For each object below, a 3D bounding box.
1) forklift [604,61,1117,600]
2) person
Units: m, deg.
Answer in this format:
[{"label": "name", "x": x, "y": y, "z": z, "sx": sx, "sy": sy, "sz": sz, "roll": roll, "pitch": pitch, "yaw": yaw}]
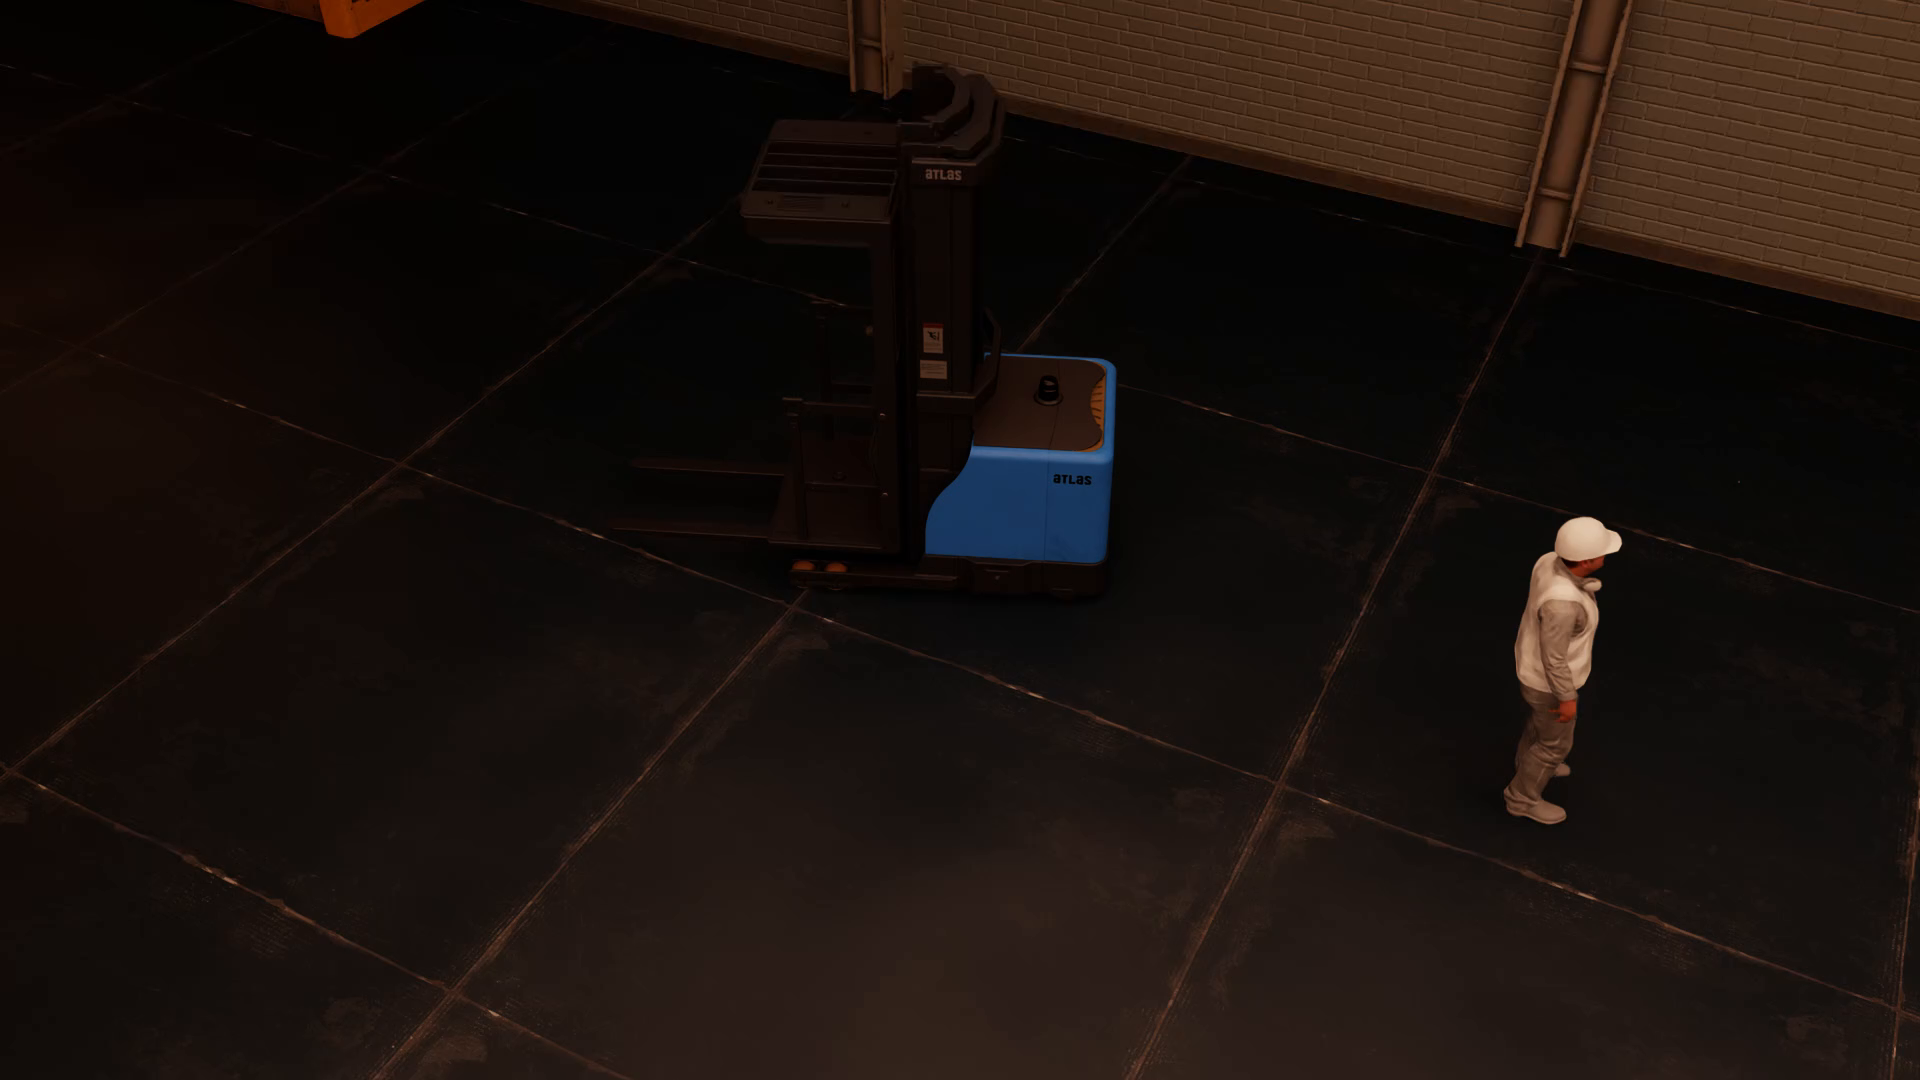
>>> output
[{"label": "forklift", "x": -0.606, "y": -1.157, "z": 9.360, "sx": 3.031, "sy": 2.935, "sz": 1.130, "roll": 3, "pitch": 40, "yaw": 4}, {"label": "person", "x": 2.956, "y": 0.629, "z": 8.157, "sx": 0.498, "sy": 1.794, "sz": 0.615, "roll": 8, "pitch": 41, "yaw": 9}]
